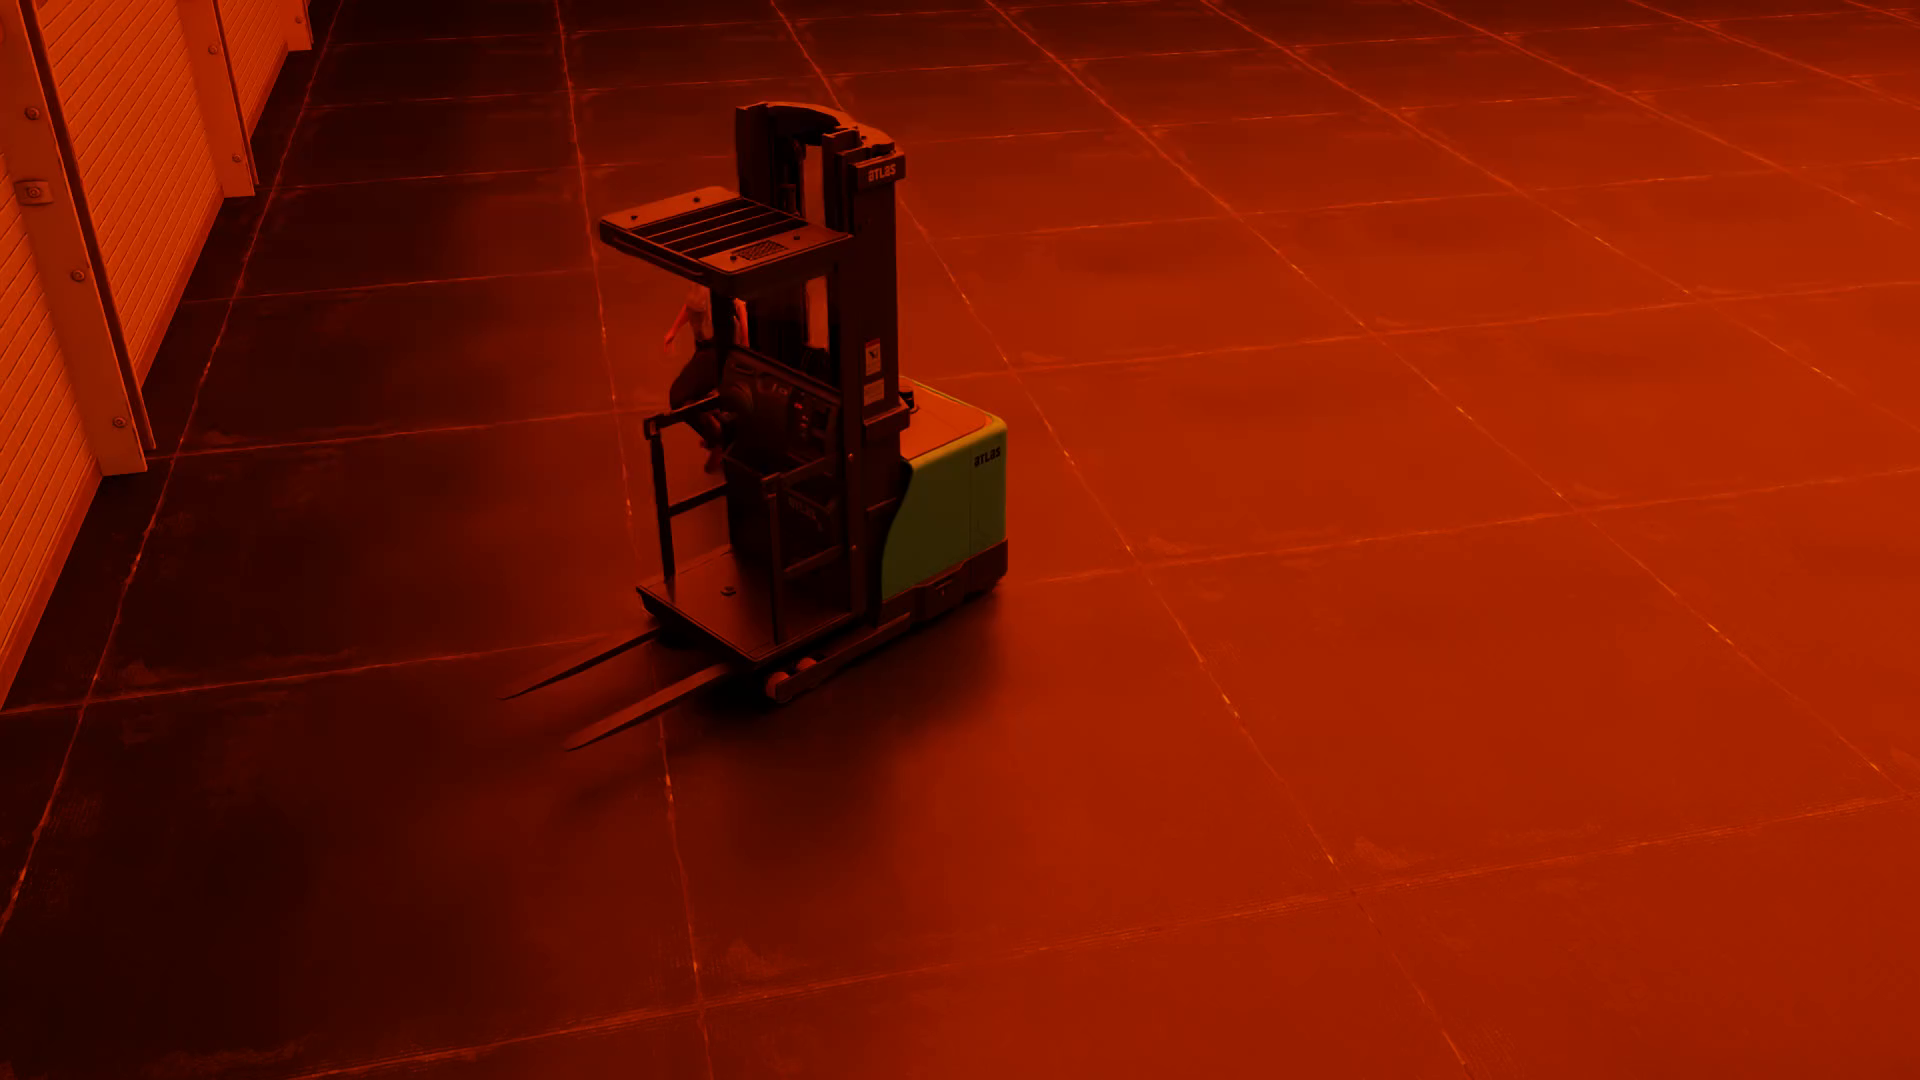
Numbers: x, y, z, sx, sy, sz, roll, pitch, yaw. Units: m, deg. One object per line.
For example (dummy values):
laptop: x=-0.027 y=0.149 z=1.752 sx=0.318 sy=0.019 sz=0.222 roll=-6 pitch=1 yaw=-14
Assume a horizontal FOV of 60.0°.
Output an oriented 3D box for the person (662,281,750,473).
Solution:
person: x=-1.680 y=-1.254 z=11.123 sx=0.619 sy=1.568 sz=0.706 roll=-5 pitch=30 yaw=-8

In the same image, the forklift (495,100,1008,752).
forklift: x=-1.114 y=-0.680 z=8.750 sx=3.031 sy=2.935 sz=1.130 roll=-26 pitch=39 yaw=-37
